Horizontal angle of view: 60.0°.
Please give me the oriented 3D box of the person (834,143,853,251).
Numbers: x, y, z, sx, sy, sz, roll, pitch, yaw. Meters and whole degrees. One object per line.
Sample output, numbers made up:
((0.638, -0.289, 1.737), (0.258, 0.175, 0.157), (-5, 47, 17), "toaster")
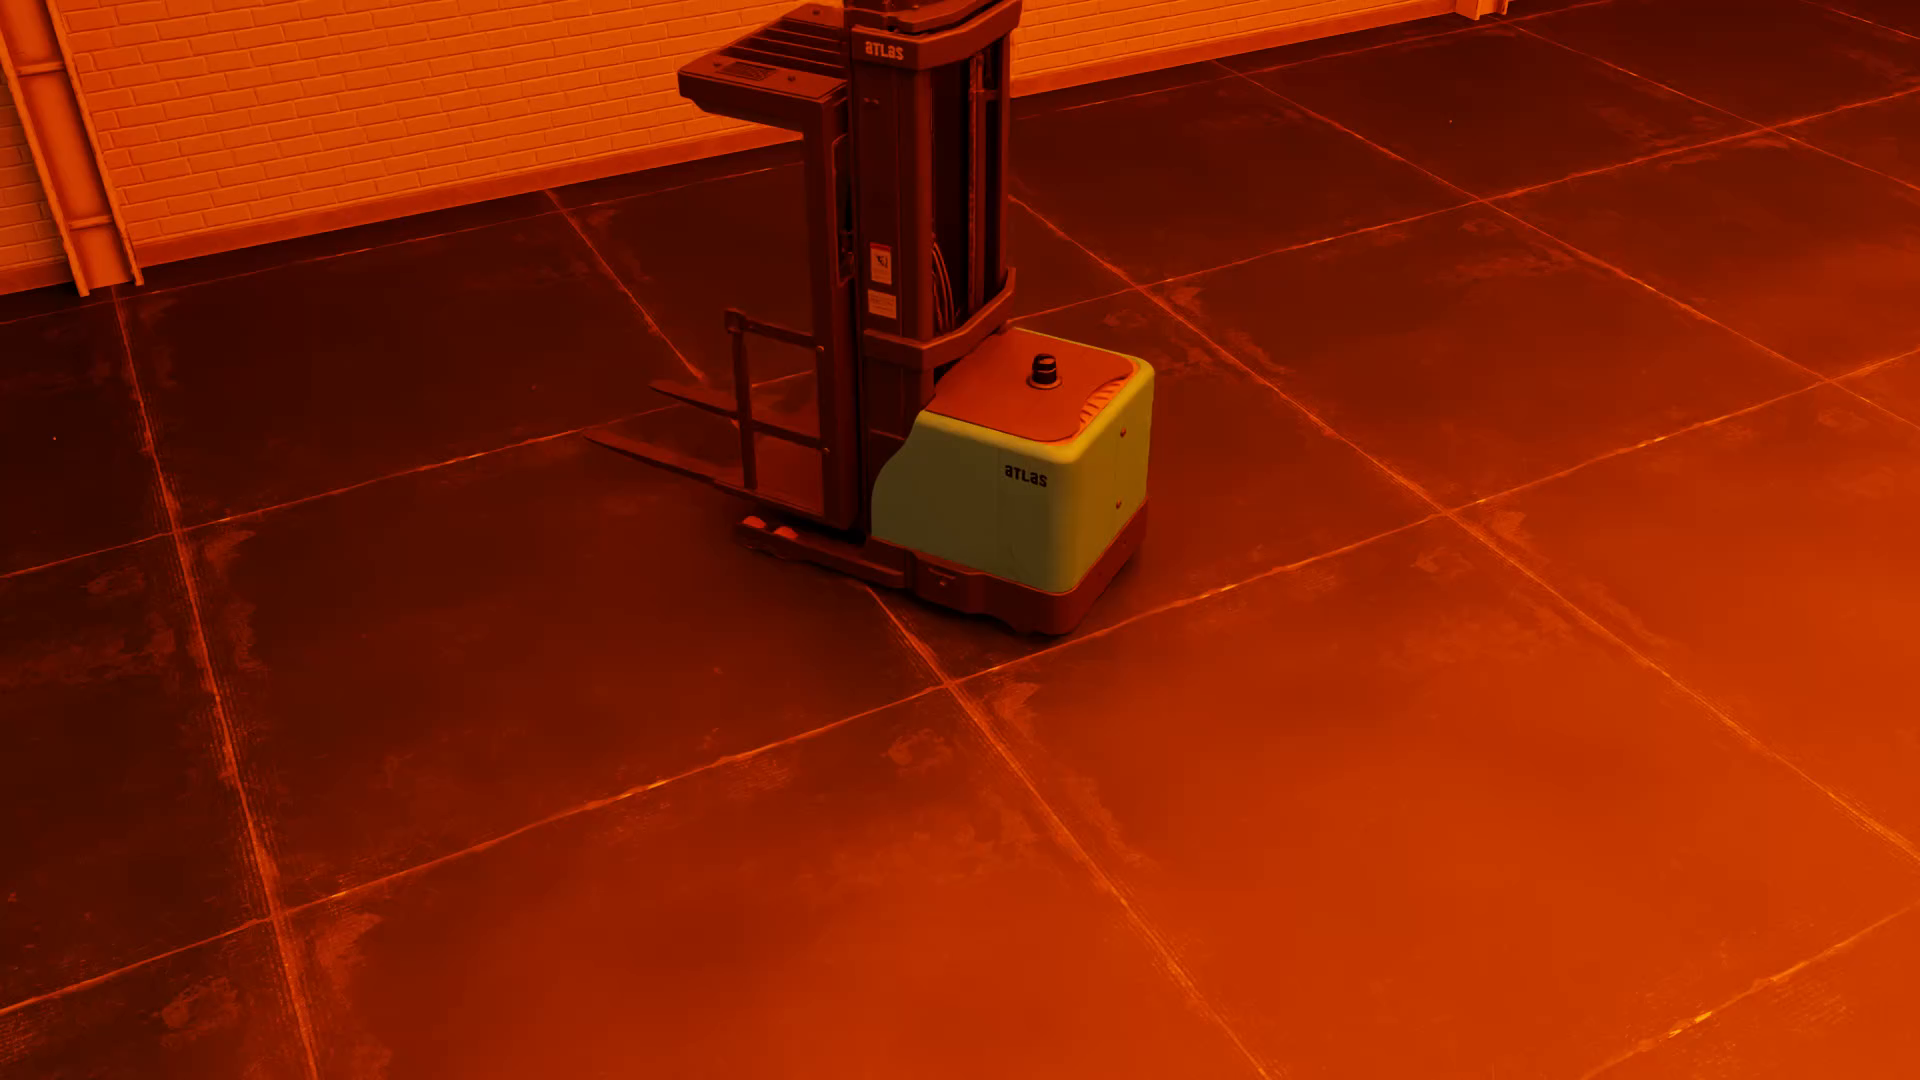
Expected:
((-0.500, -2.535, 10.979), (0.789, 1.491, 0.539), (-5, 36, -6), "person")

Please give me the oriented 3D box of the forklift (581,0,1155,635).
((-0.588, -1.347, 8.028), (3.031, 2.935, 1.130), (17, 39, 23), "forklift")
